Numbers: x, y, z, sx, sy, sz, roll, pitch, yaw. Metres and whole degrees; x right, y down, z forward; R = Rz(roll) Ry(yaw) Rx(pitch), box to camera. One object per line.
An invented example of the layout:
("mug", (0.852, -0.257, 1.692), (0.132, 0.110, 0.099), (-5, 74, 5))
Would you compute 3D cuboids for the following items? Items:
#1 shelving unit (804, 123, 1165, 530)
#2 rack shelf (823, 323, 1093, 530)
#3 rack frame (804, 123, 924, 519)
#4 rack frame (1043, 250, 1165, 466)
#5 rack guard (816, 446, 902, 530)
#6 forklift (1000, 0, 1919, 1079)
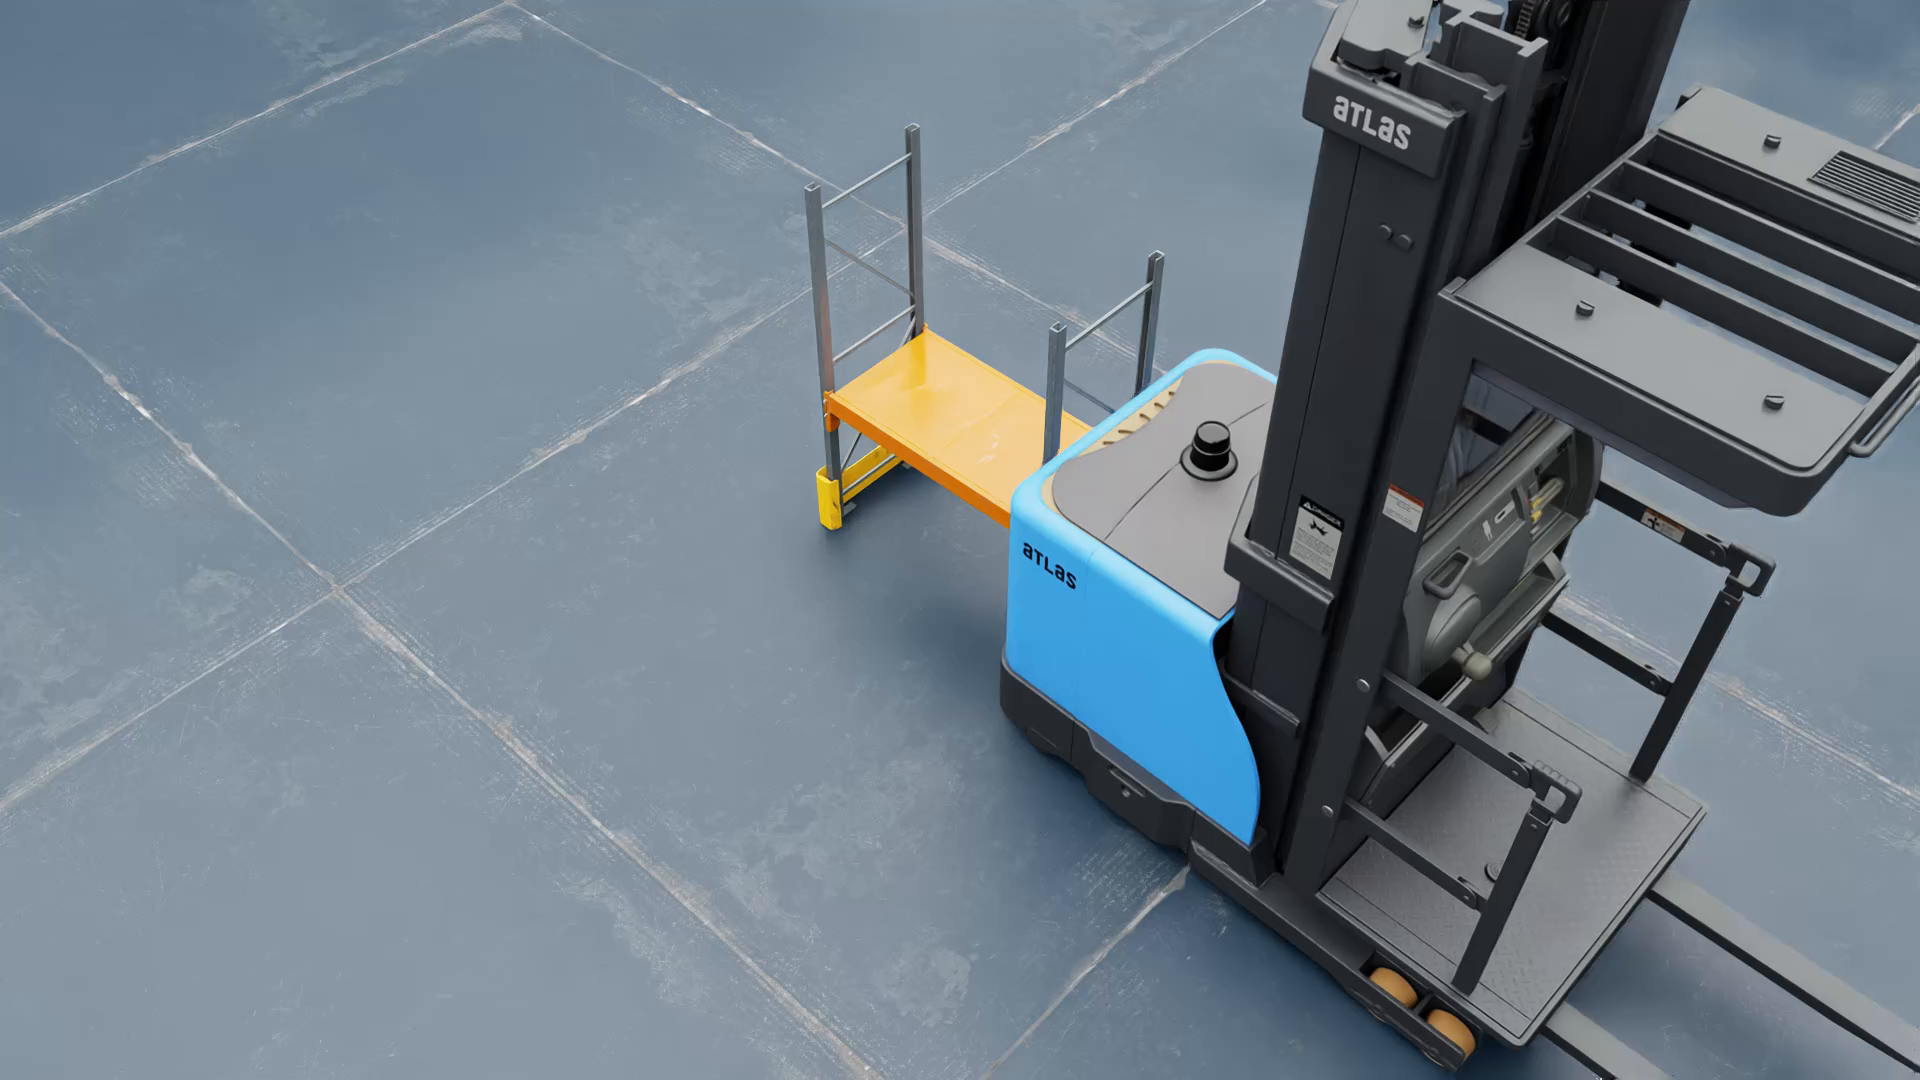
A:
("shelving unit", (0.056, -0.476, 5.668), (1.083, 1.500, 0.587), (34, 55, 28))
("rack shelf", (0.063, -0.348, 5.795), (1.000, 0.185, 0.538), (34, 55, 28))
("rack frame", (-0.311, -0.723, 5.900), (0.032, 1.500, 0.500), (34, 55, 28))
("rack frame", (0.436, -0.220, 5.428), (0.032, 1.500, 0.500), (34, 55, 28))
("rack guard", (-0.310, -0.294, 6.355), (0.087, 0.250, 0.587), (34, 55, 28))
("forklift", (1.543, 0.085, 4.160), (3.031, 2.935, 1.130), (35, 56, 28))
